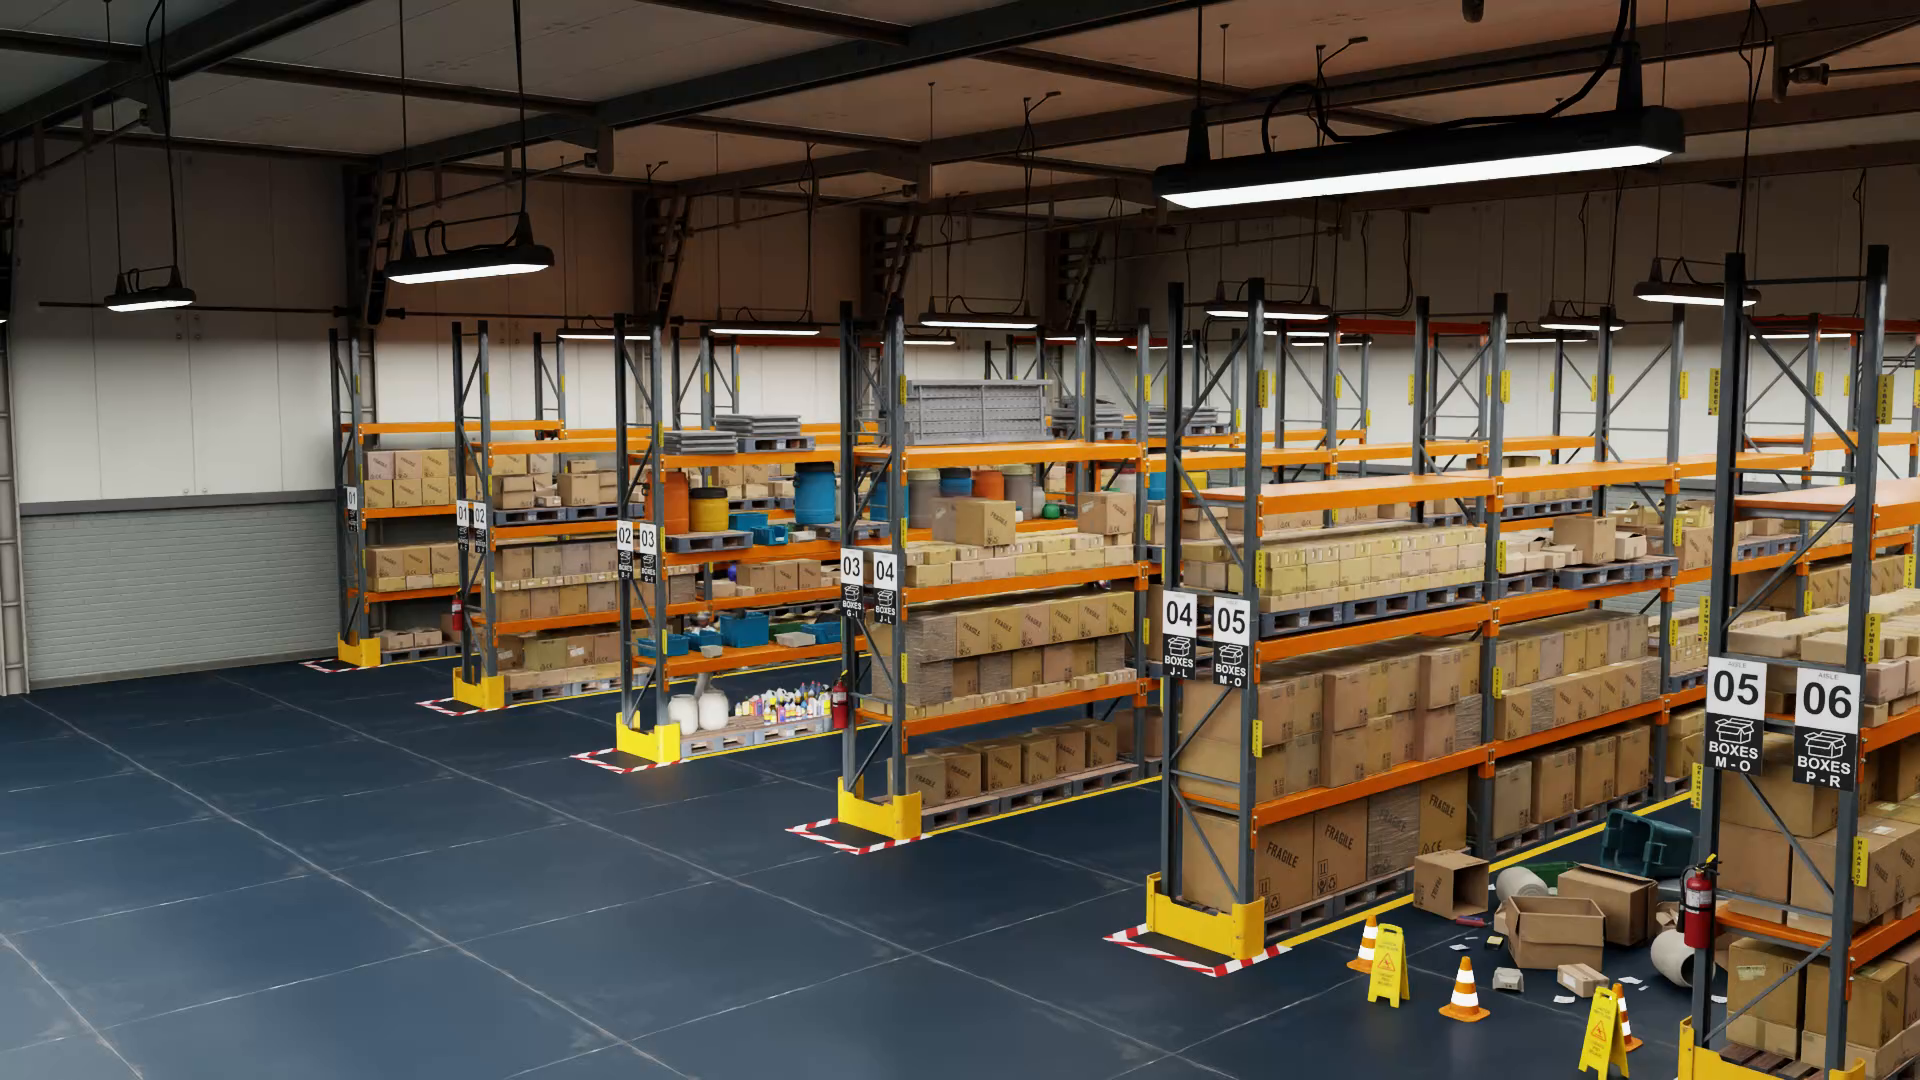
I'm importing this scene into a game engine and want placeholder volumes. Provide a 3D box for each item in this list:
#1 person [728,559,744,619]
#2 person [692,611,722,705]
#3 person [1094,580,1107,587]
[{"bbox_3d":[-4.503,1.100,32.855,0.472,1.658,0.497,-1,6,-12],"label":"person"},{"bbox_3d":[-3.902,1.865,25.103,0.453,1.617,0.981,4,7,35],"label":"person"},{"bbox_3d":[2.625,1.209,31.659,0.480,1.676,0.515,-1,6,-13],"label":"person"}]
